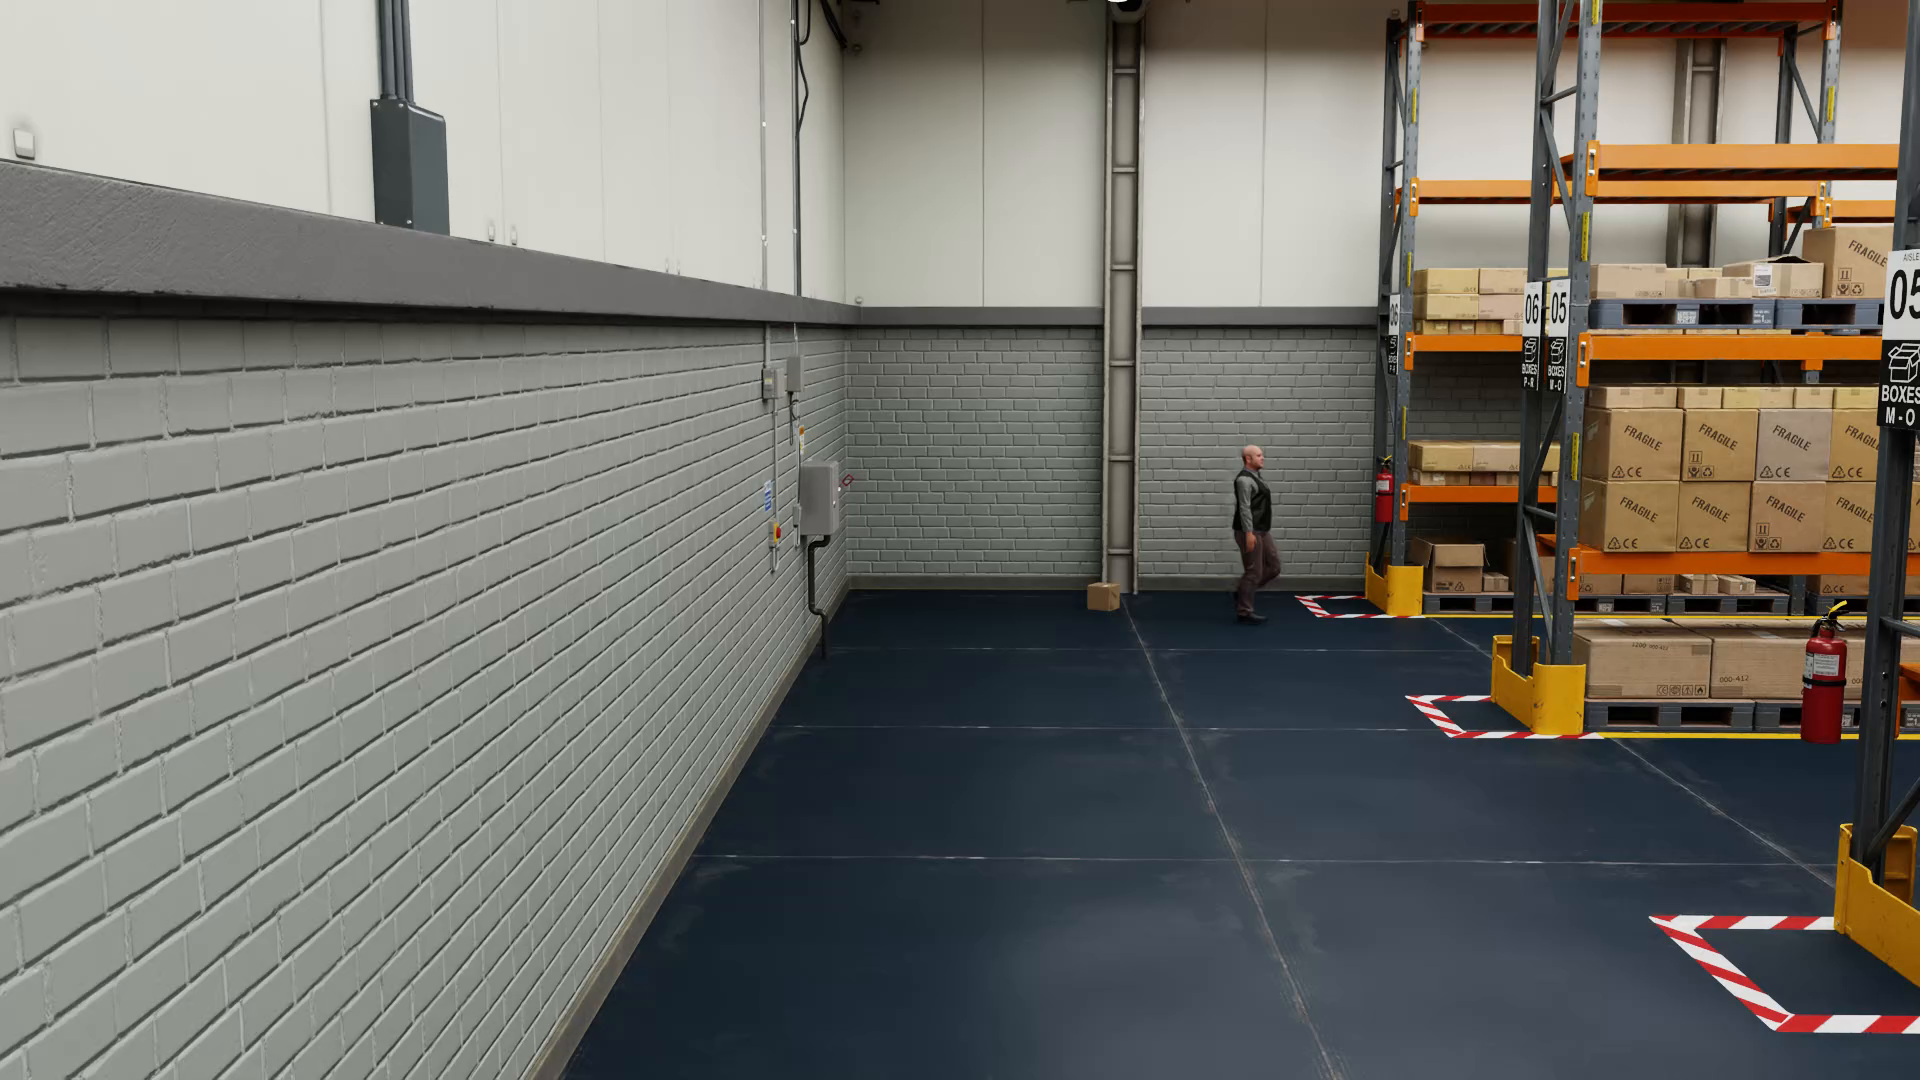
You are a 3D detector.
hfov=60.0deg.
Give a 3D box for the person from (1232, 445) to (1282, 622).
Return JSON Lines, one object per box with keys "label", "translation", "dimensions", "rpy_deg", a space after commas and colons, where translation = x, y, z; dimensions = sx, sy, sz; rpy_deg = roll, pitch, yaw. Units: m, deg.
{"label": "person", "translation": [2.860, -0.062, 16.134], "dimensions": [0.472, 1.716, 0.564], "rpy_deg": [3, 8, 22]}
